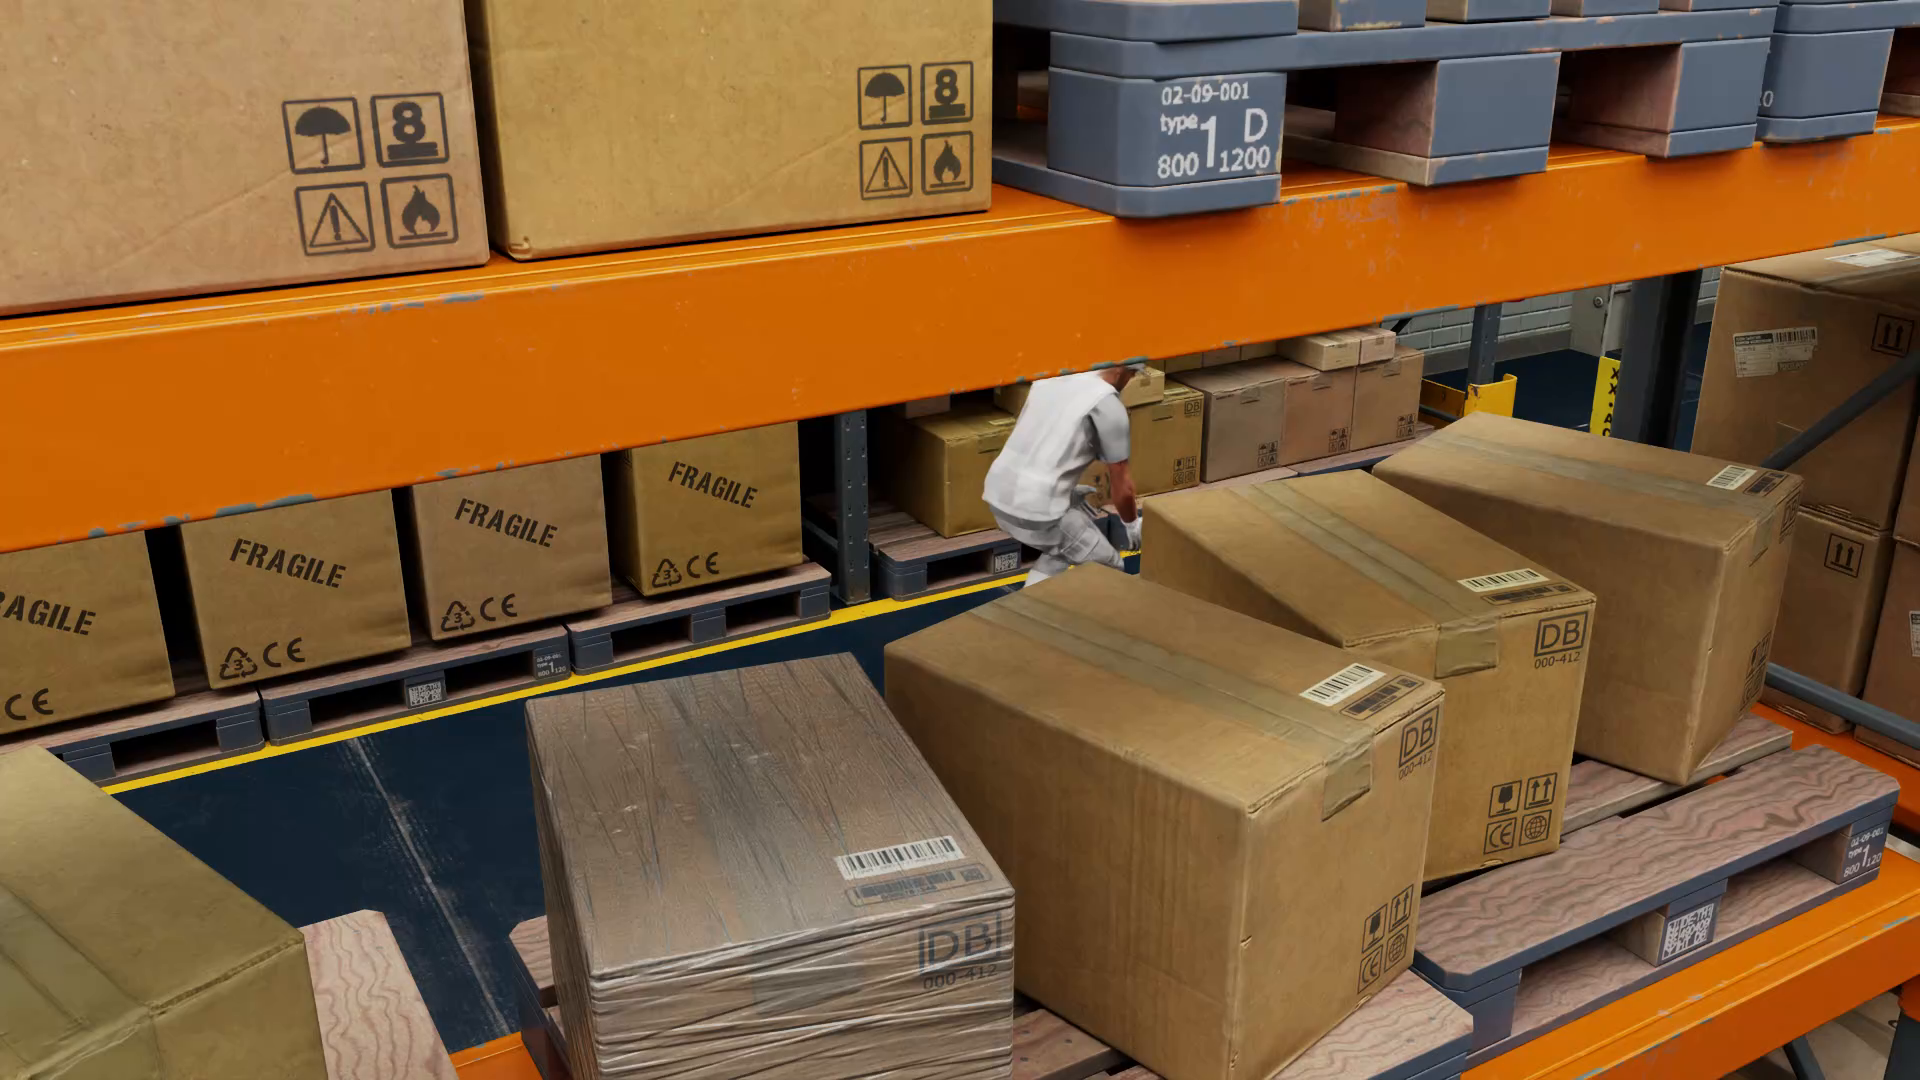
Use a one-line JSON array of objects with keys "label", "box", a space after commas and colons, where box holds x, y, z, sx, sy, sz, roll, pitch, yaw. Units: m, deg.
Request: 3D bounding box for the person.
[{"label": "person", "box": [0.450, -0.165, 6.985, 0.766, 1.412, 0.584, -12, 25, -28]}]
